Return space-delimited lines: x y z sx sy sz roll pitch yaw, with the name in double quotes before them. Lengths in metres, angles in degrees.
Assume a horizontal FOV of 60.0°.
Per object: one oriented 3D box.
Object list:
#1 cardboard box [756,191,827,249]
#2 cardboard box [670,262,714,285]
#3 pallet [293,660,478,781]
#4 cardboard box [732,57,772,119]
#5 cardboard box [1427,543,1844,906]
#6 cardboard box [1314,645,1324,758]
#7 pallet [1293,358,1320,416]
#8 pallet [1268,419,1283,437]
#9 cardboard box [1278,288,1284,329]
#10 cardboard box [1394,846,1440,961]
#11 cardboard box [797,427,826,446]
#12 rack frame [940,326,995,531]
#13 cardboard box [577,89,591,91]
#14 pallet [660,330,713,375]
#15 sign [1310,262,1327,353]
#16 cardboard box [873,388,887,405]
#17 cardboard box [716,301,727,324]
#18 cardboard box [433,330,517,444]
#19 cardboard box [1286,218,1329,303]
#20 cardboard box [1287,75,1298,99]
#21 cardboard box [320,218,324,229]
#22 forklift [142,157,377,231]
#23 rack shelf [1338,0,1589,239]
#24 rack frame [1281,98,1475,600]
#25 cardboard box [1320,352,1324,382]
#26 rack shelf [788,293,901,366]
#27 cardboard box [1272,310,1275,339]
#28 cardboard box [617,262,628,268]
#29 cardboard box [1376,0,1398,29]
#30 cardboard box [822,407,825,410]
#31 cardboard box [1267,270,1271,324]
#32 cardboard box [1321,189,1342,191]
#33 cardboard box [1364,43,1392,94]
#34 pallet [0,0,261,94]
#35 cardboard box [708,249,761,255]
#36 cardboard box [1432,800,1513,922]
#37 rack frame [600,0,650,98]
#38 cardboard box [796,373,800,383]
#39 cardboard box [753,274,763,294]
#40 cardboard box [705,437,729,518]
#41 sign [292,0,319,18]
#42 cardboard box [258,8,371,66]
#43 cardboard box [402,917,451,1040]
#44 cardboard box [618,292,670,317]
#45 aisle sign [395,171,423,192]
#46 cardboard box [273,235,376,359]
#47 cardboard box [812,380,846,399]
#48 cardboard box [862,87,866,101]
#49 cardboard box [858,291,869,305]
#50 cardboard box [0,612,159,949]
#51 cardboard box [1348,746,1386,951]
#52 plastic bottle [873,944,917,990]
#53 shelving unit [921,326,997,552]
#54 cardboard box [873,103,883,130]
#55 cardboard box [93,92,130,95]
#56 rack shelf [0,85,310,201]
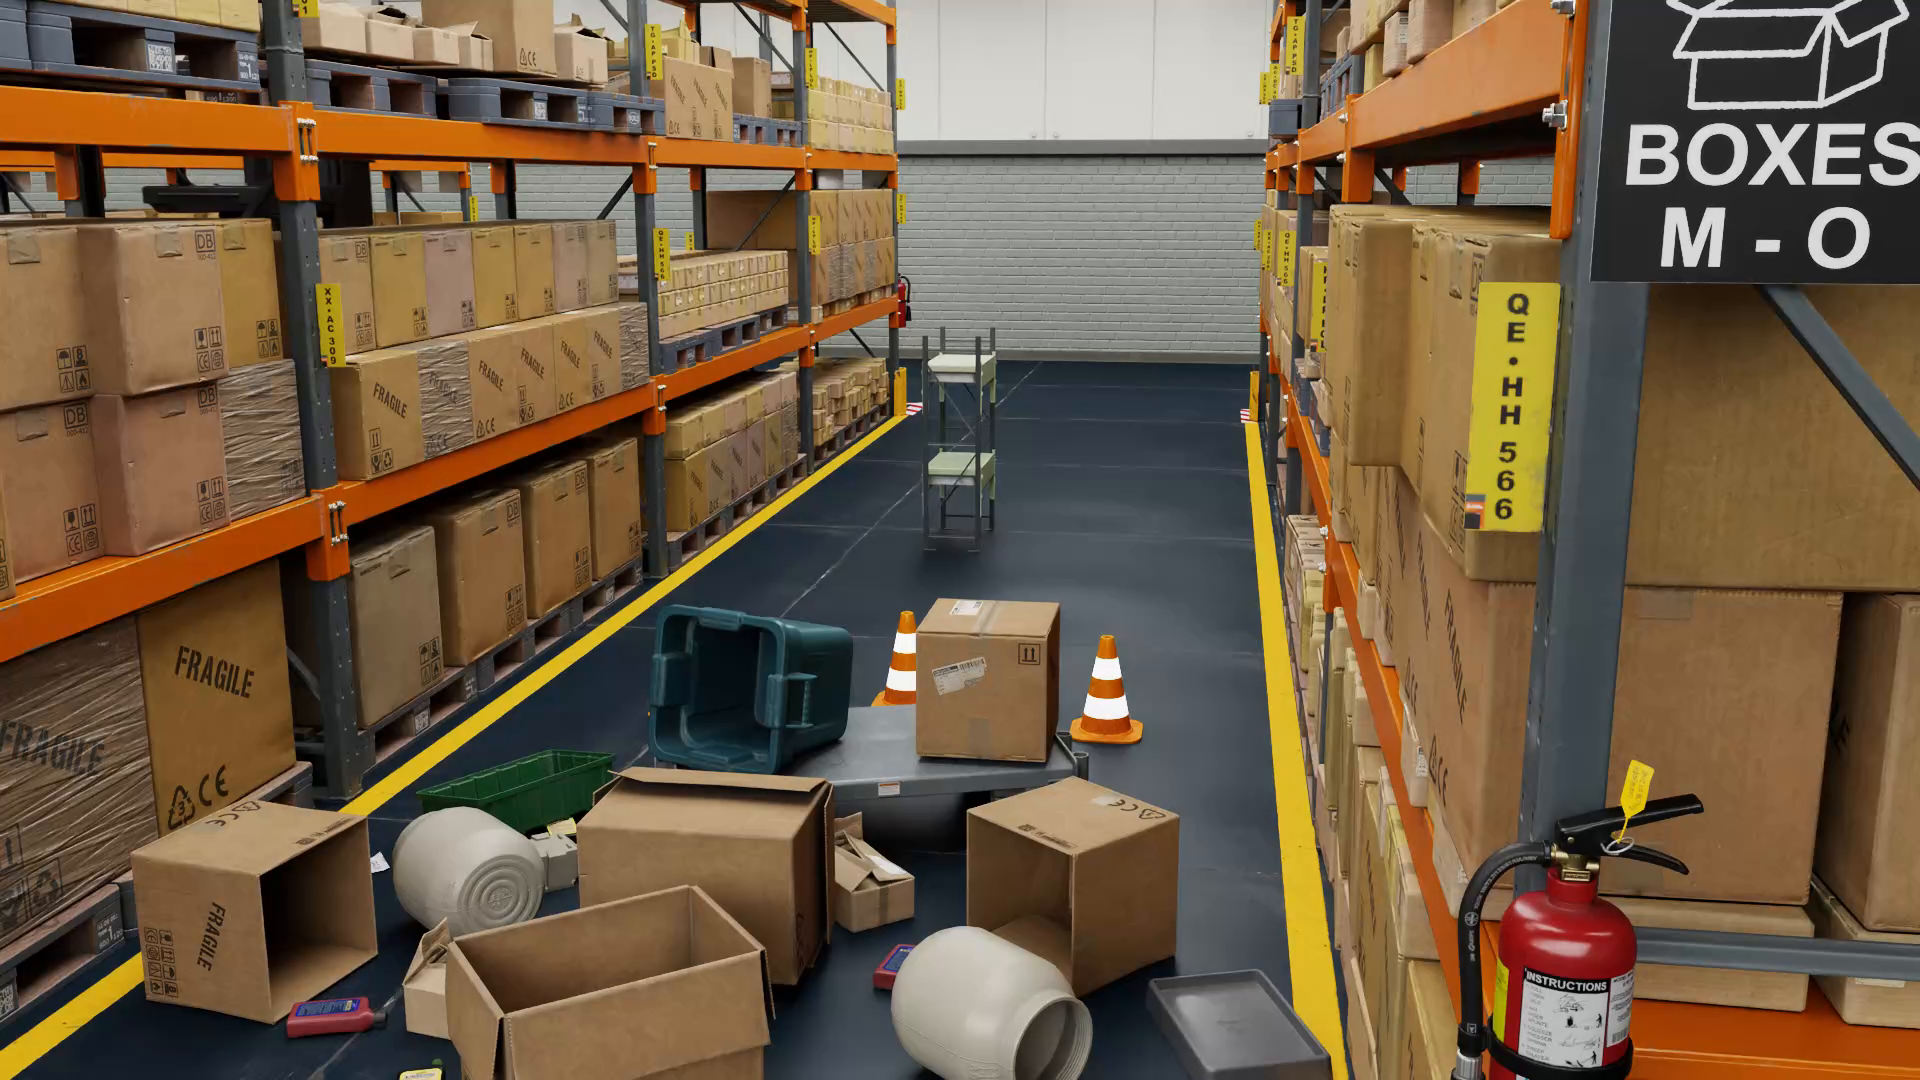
"cardboard box" -1.487 -2.835 14.712 0.500 0.500 0.500 2 12 10
"cardboard box" -1.988 -1.915 11.946 0.380 0.149 0.250 2 12 11
"pallet" -2.983 0.799 7.783 1.003 0.211 1.213 2 12 9
"cardboard box" -1.964 -3.711 13.739 0.700 0.500 0.500 2 12 9
"cardboard box" 1.075 0.255 2.746 0.500 0.500 0.500 2 12 8
"cardboard box" 1.958 0.709 6.825 0.950 0.372 0.625 2 12 9
"pallet" 2.490 -0.848 9.265 1.213 0.211 1.003 2 12 9
"pallet" 3.489 -0.974 16.011 1.003 0.211 1.213 2 12 9
"cardboard box" 2.452 -1.588 11.412 0.500 0.250 0.500 2 12 7
"cardboard box" 1.120 0.773 3.498 0.380 0.149 0.250 2 12 10
"cardboard box" -1.423 -0.943 15.019 0.380 0.149 0.250 1 12 6
"rack frame" 0.055 -0.808 12.182 0.400 1.500 0.023 2 12 9
"cardboard box" -2.575 -2.876 10.859 0.500 0.500 0.500 2 12 9
"pallet" -2.408 -1.291 11.321 1.213 0.211 1.003 2 12 9
"sign" 1.330 -0.845 6.044 0.100 0.325 0.005 2 12 9
"cardboard box" -0.996 -1.537 17.776 0.380 0.149 0.250 2 12 10
"cardboard box" -1.942 -1.678 12.261 0.380 0.149 0.250 2 12 9
"cardboard box" -2.524 -0.759 8.160 0.500 0.500 0.500 2 12 8
"cardboard box" 2.316 -1.748 10.372 0.500 0.500 0.500 2 12 7
"cardboard box" 2.459 -3.027 10.563 0.700 0.500 0.500 1 12 6
"cardboard box" -6.273 -2.880 16.107 0.500 0.500 0.500 2 12 9
"forklift" -4.883 -1.432 11.681 1.130 2.935 3.031 5 13 22
"rack shelf" 1.572 -0.960 3.914 1.077 0.370 4.000 2 12 9
"rack frame" 2.495 -1.094 9.949 1.000 3.000 0.127 2 12 9
"cardboard box" 1.884 -0.975 7.457 0.500 0.500 0.500 2 12 11
"rack shelf" -1.489 -2.131 16.467 1.077 0.370 4.000 2 12 9
"cardboard box" 2.703 -1.662 12.944 0.500 0.250 0.500 2 12 7
"cardboard box" -2.628 -1.936 12.044 0.380 0.149 0.250 2 12 9
"cardboard box" 1.381 -1.505 4.389 0.500 0.250 0.500 2 12 9
"cardboard box" -1.473 -1.196 15.485 0.380 0.149 0.250 2 12 8
"cardboard box" 3.002 -2.188 14.787 0.500 0.500 0.500 2 12 7
"cardboard box" 3.852 -3.479 16.867 0.380 0.149 0.250 2 12 10
"cardboard box" 1.491 -1.495 5.288 0.380 0.149 0.250 2 12 9
"pallet" -3.163 -1.654 5.637 1.003 0.211 1.213 2 12 9
"cardboard box" -2.002 -2.370 14.928 0.500 0.500 0.500 2 12 9
"cardboard box" 1.040 0.553 2.903 0.380 0.149 0.250 2 12 8
"rack frame" -2.412 -4.166 9.964 1.000 3.000 0.127 2 12 9
"cardboard box" -1.725 -1.573 16.530 0.380 0.149 0.250 2 12 9
"cardboard box" -1.781 -2.041 13.238 0.380 0.149 0.250 1 12 7
"cardboard box" -1.977 -0.460 11.946 0.500 0.500 0.500 2 12 9
"sign" -2.479 -2.141 6.272 0.100 0.325 0.005 2 12 9
"cardboard box" -3.055 -2.312 7.603 0.500 0.250 0.500 2 12 8
"cardboard box" -1.472 1.353 5.083 0.396 0.266 0.258 4 13 18
"cardboard box" -2.139 -1.555 10.983 0.380 0.149 0.250 2 12 11
"aisle sign" -6.353 -4.376 19.008 0.394 0.787 0.004 2 12 9
"cardboard box" -2.957 -1.042 7.097 0.700 0.500 0.500 2 12 8
"cardboard box" -1.311 -1.448 15.953 0.380 0.149 0.250 2 12 10
"cardboard box" -1.148 -4.441 16.585 0.380 0.149 0.250 2 12 7
"cardboard box" -1.137 -2.488 17.013 0.380 0.149 0.250 1 12 6
"cardboard box" -3.328 0.749 5.444 0.875 0.875 0.875 2 12 9
"cardboard box" 1.370 0.845 4.703 0.500 0.500 0.500 3 12 12
"plastic bottle" -0.172 1.383 5.431 0.133 0.061 0.283 4 13 18
"shelving unit" -0.001 -0.732 11.829 0.431 1.500 0.755 2 12 9
"cardboard box" -1.079 -4.325 16.993 0.500 0.250 0.500 2 12 7
"cardboard box" -7.004 -3.563 13.045 0.797 0.503 0.637 2 12 8
"rack shelf" -3.335 -1.099 4.560 1.077 0.370 4.000 2 12 9
